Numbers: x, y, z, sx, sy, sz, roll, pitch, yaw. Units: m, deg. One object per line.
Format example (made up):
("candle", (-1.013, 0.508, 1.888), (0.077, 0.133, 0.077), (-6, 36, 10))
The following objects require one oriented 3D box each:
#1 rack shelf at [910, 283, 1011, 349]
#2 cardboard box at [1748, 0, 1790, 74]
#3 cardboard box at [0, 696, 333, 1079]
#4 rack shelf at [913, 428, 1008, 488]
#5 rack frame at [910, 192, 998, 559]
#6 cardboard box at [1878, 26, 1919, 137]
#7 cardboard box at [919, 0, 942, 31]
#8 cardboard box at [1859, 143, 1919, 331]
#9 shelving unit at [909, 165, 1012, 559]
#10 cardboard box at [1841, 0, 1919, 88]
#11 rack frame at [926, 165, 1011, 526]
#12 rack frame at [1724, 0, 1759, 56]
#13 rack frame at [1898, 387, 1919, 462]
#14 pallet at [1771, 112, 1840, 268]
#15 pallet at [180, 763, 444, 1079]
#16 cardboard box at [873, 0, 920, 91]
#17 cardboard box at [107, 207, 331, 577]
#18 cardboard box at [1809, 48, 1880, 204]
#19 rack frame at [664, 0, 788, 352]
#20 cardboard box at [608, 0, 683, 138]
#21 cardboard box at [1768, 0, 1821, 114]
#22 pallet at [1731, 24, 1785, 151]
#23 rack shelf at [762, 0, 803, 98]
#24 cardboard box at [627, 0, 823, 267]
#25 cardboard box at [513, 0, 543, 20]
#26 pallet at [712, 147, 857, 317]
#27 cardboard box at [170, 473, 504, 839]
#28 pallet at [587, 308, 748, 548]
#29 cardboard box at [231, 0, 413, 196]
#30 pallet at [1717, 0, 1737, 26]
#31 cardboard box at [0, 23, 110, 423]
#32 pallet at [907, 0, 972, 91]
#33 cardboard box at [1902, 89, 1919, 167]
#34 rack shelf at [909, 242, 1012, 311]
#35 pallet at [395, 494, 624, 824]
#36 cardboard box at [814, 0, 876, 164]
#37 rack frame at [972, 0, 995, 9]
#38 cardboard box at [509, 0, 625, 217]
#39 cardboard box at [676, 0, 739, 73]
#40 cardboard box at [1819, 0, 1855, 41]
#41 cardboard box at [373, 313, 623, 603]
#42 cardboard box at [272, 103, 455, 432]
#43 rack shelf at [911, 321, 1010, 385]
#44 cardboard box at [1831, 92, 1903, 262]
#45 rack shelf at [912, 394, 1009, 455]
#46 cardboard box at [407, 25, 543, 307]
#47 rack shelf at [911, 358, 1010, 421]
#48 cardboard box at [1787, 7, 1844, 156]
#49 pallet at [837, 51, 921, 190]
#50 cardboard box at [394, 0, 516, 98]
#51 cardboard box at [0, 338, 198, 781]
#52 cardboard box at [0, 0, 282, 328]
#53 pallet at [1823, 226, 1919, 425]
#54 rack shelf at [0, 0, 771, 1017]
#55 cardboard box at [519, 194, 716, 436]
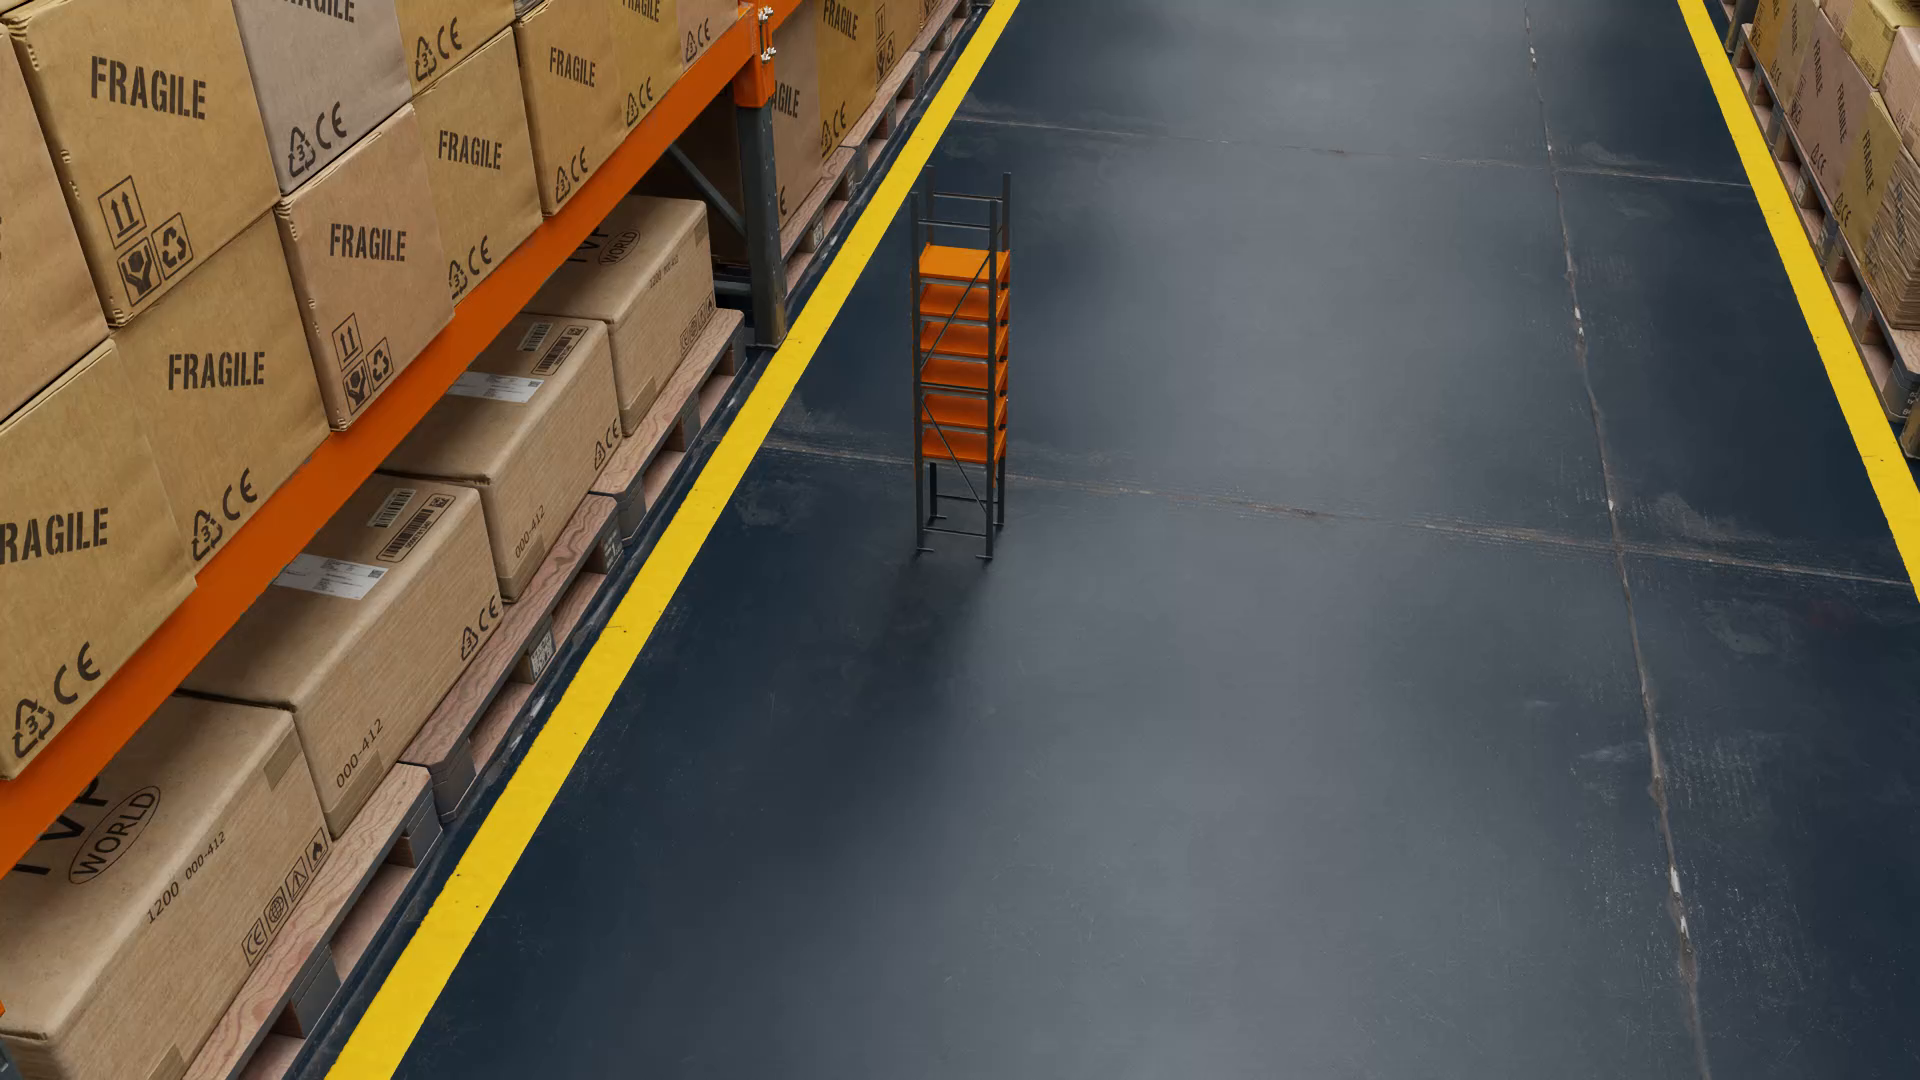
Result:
("rack shelf", (0.003, -0.652, 4.795), (0.258, 0.103, 0.180), (7, 37, 10))
("cardboard box", (4.154, -2.534, 7.962), (0.500, 0.500, 0.500), (6, 36, 8))
("cardboard box", (-1.968, 0.751, 3.483), (0.875, 0.438, 0.875), (6, 36, 8))
("rack shelf", (0.003, -0.264, 5.076), (0.258, 0.103, 0.180), (7, 37, 10))
("rack frame", (-0.016, -0.442, 4.837), (0.240, 1.200, 0.006), (7, 37, 10))
("cardboard box", (3.735, -1.669, 6.131), (0.500, 0.250, 0.500), (9, 37, 12))
("cardboard box", (-0.531, -3.236, 8.612), (0.875, 0.875, 0.875), (7, 37, 10))
("cardboard box", (3.612, -1.070, 5.943), (0.500, 0.500, 0.500), (7, 36, 9))
("shelving unit", (0.003, -0.494, 4.909), (0.258, 1.200, 0.189), (7, 37, 10))
("cardboard box", (3.834, -1.974, 6.551), (0.500, 0.250, 0.500), (6, 36, 8))
("rack frame", (0.023, -0.547, 4.982), (0.240, 1.200, 0.006), (7, 37, 10))
("rack frame", (4.555, -3.749, 7.867), (1.000, 3.000, 0.127), (7, 37, 10))
("rack frame", (3.700, -1.456, 4.703), (1.000, 3.000, 0.127), (7, 37, 10))
("pallet", (4.123, -1.475, 7.106), (1.003, 0.211, 1.213), (7, 37, 10))
("pallet", (-1.917, 0.935, 3.780), (1.003, 0.211, 1.213), (7, 37, 10))
("cardboard box", (-0.726, -2.725, 7.907), (0.875, 0.875, 0.875), (8, 37, 11))
("cardboard box", (-1.548, -0.299, 3.021), (0.500, 0.500, 0.500), (7, 36, 9))
("cardboard box", (3.836, -1.658, 6.753), (0.500, 0.500, 0.500), (7, 36, 9))
("rack frame", (-1.157, -2.019, 5.479), (1.000, 3.000, 0.127), (7, 37, 10))
("cardboard box", (-1.111, -1.466, 4.631), (0.500, 0.500, 0.500), (6, 36, 9))
("cardboard box", (4.050, -2.245, 7.564), (0.500, 0.500, 0.500), (8, 37, 11))
("pallet", (4.386, -2.173, 8.068), (1.003, 0.211, 1.213), (7, 37, 10))
("rack shelf", (-0.730, -2.874, 7.273), (1.077, 0.370, 4.000), (7, 37, 10))
("cardboard box", (-1.103, -1.694, 6.484), (0.875, 0.875, 0.875), (8, 37, 11))
("cardboard box", (-1.204, -1.576, 3.931), (0.500, 0.500, 0.500), (8, 37, 11))
("pallet", (-1.066, -1.342, 6.921), (1.003, 0.211, 1.213), (7, 37, 10))
("cardboard box", (-1.781, 0.225, 4.209), (0.875, 0.438, 0.875), (8, 37, 11))
("pallet", (-1.396, -0.464, 5.710), (1.003, 0.211, 1.213), (7, 37, 10))
("cardboard box", (-1.425, -1.004, 3.141), (0.500, 0.500, 0.500), (7, 37, 10))
("pallet", (4.797, -3.063, 9.296), (1.003, 0.211, 1.213), (7, 37, 10))
("cardboard box", (-1.631, -0.410, 2.323), (0.500, 0.500, 0.500), (7, 36, 9))
("pallet", (-0.545, -2.740, 8.851), (1.003, 0.211, 1.213), (7, 37, 10))
("cardboard box", (3.612, -1.377, 5.726), (0.500, 0.250, 0.500), (6, 36, 9))
("rack shelf", (0.003, -0.750, 4.724), (0.258, 0.103, 0.180), (7, 37, 10))
("pallet", (-1.654, 0.238, 4.742), (1.003, 0.211, 1.213), (7, 37, 10))
("cardboard box", (-0.918, -2.213, 7.200), (0.875, 0.875, 0.875), (8, 37, 11))
("rack frame", (-0.303, -4.312, 8.643), (1.000, 3.000, 0.127), (7, 37, 10))
("cardboard box", (-1.204, -1.176, 4.231), (0.500, 0.500, 0.500), (7, 36, 9))
("cardboard box", (-1.007, -1.761, 5.039), (0.500, 0.500, 0.500), (8, 37, 10))
("cardboard box", (3.944, -2.273, 6.964), (0.500, 0.250, 0.500), (8, 37, 10))
("cardboard box", (-1.587, -0.292, 4.922), (0.875, 0.438, 0.875), (6, 36, 9))
("cardboard box", (-1.421, -0.588, 3.420), (0.500, 0.500, 0.500), (7, 37, 10))
("rack shelf", (0.003, -0.555, 4.865), (0.258, 0.103, 0.180), (7, 37, 10))
("cardboard box", (3.722, -1.364, 6.348), (0.500, 0.500, 0.500), (6, 36, 9))
("rack shelf", (0.003, -0.361, 5.006), (0.258, 0.103, 0.180), (7, 37, 10))
("cardboard box", (-1.331, -0.877, 3.819), (0.500, 0.500, 0.500), (8, 37, 12))
("rack shelf", (0.003, -0.458, 4.935), (0.258, 0.103, 0.180), (7, 37, 10))
("cardboard box", (3.945, -1.950, 7.157), (0.500, 0.500, 0.500), (6, 36, 9))
("pallet", (-0.808, -2.043, 7.889), (1.003, 0.211, 1.213), (7, 37, 10))
("cardboard box", (-1.319, -1.290, 3.536), (0.500, 0.500, 0.500), (7, 37, 10))
("cardboard box", (-1.629, -0.005, 2.616), (0.500, 0.500, 0.500), (7, 37, 10))
("cardboard box", (-1.527, -0.707, 2.733), (0.500, 0.500, 0.500), (6, 36, 9))
("pallet", (3.865, -0.774, 6.138), (1.003, 0.211, 1.213), (7, 37, 10))
("rack shelf", (-1.584, -0.581, 4.108), (1.077, 0.370, 4.000), (7, 37, 10))
("cardboard box", (-1.396, -0.805, 5.630), (0.875, 0.438, 0.875), (7, 36, 9))
